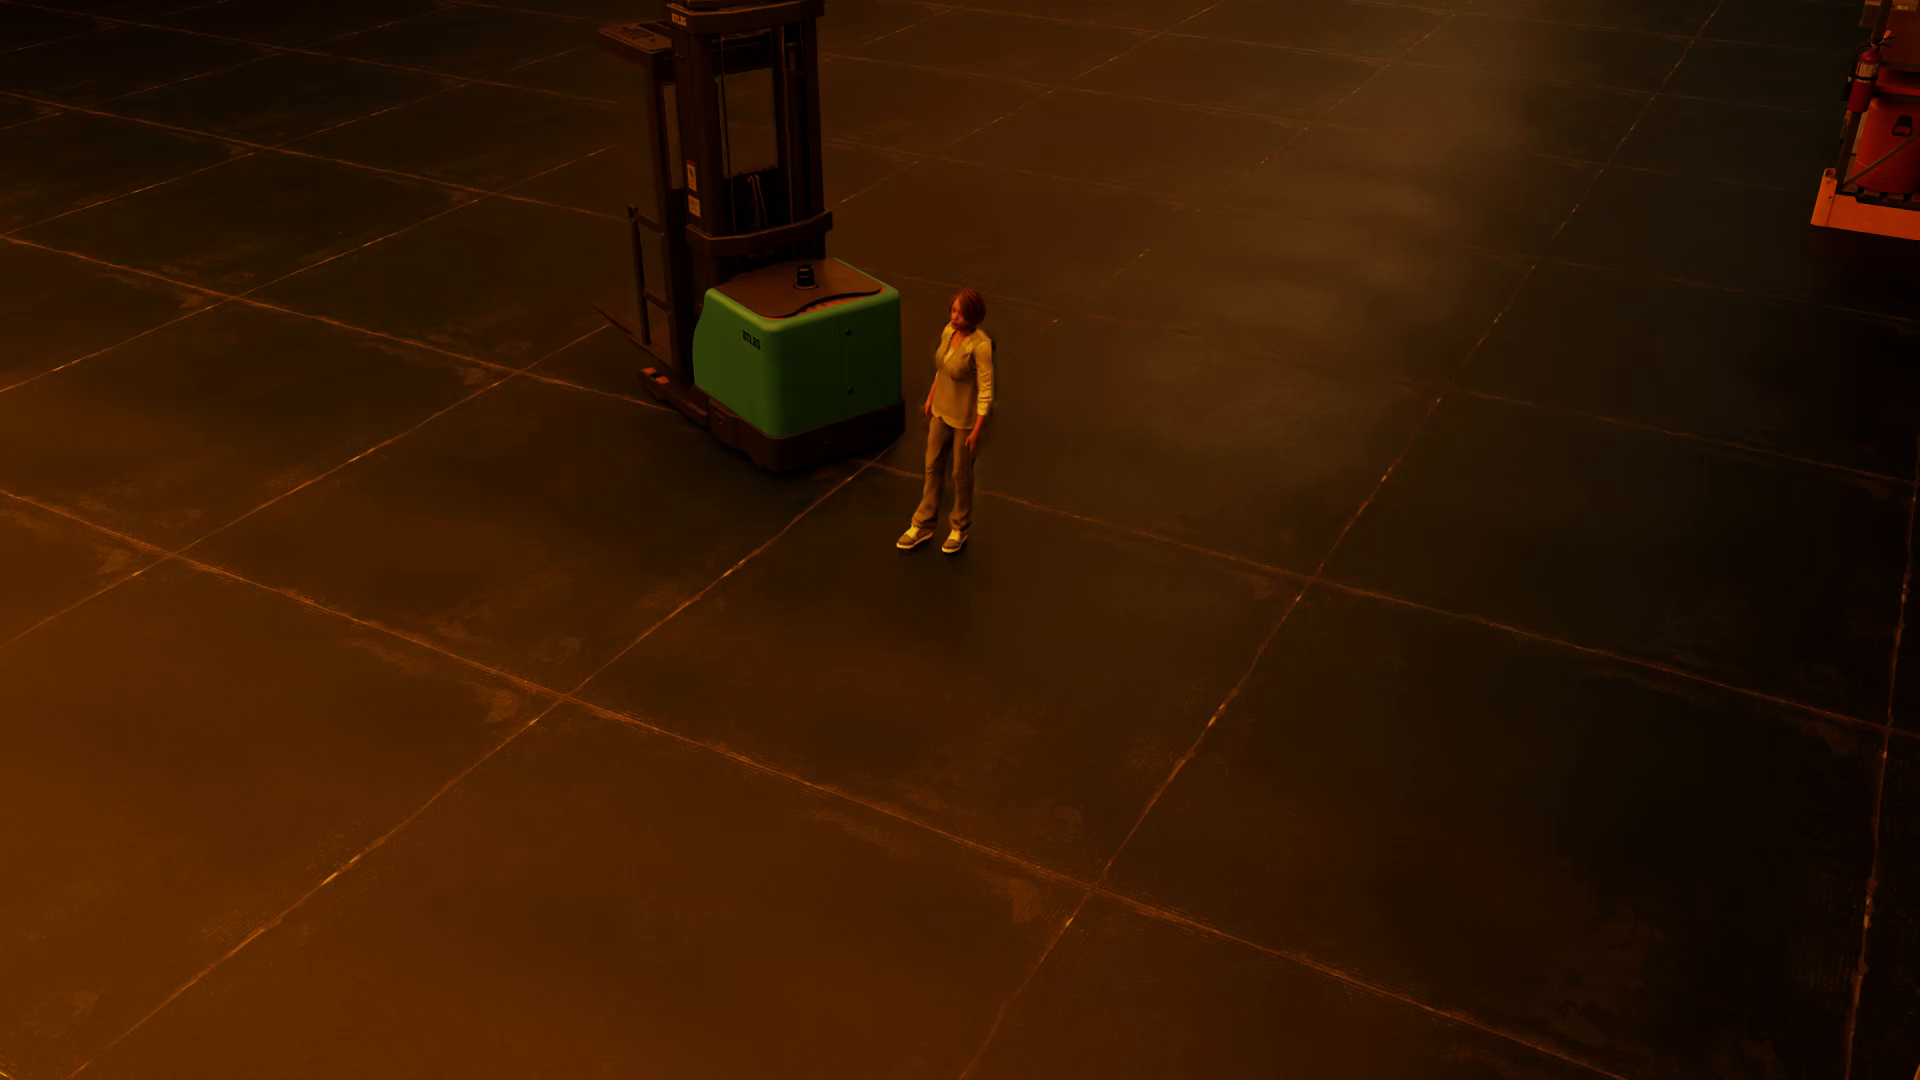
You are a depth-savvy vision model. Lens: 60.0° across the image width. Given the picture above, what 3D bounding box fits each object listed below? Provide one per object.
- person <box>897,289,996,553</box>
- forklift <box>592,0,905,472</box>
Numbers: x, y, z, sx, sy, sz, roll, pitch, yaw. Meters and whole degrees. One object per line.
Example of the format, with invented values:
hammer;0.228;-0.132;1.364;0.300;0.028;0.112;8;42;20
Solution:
person;-0.090;-0.663;9.541;0.530;1.600;0.503;-21;36;-31
forklift;-1.645;-2.382;11.199;1.130;2.935;3.031;-20;36;-31
